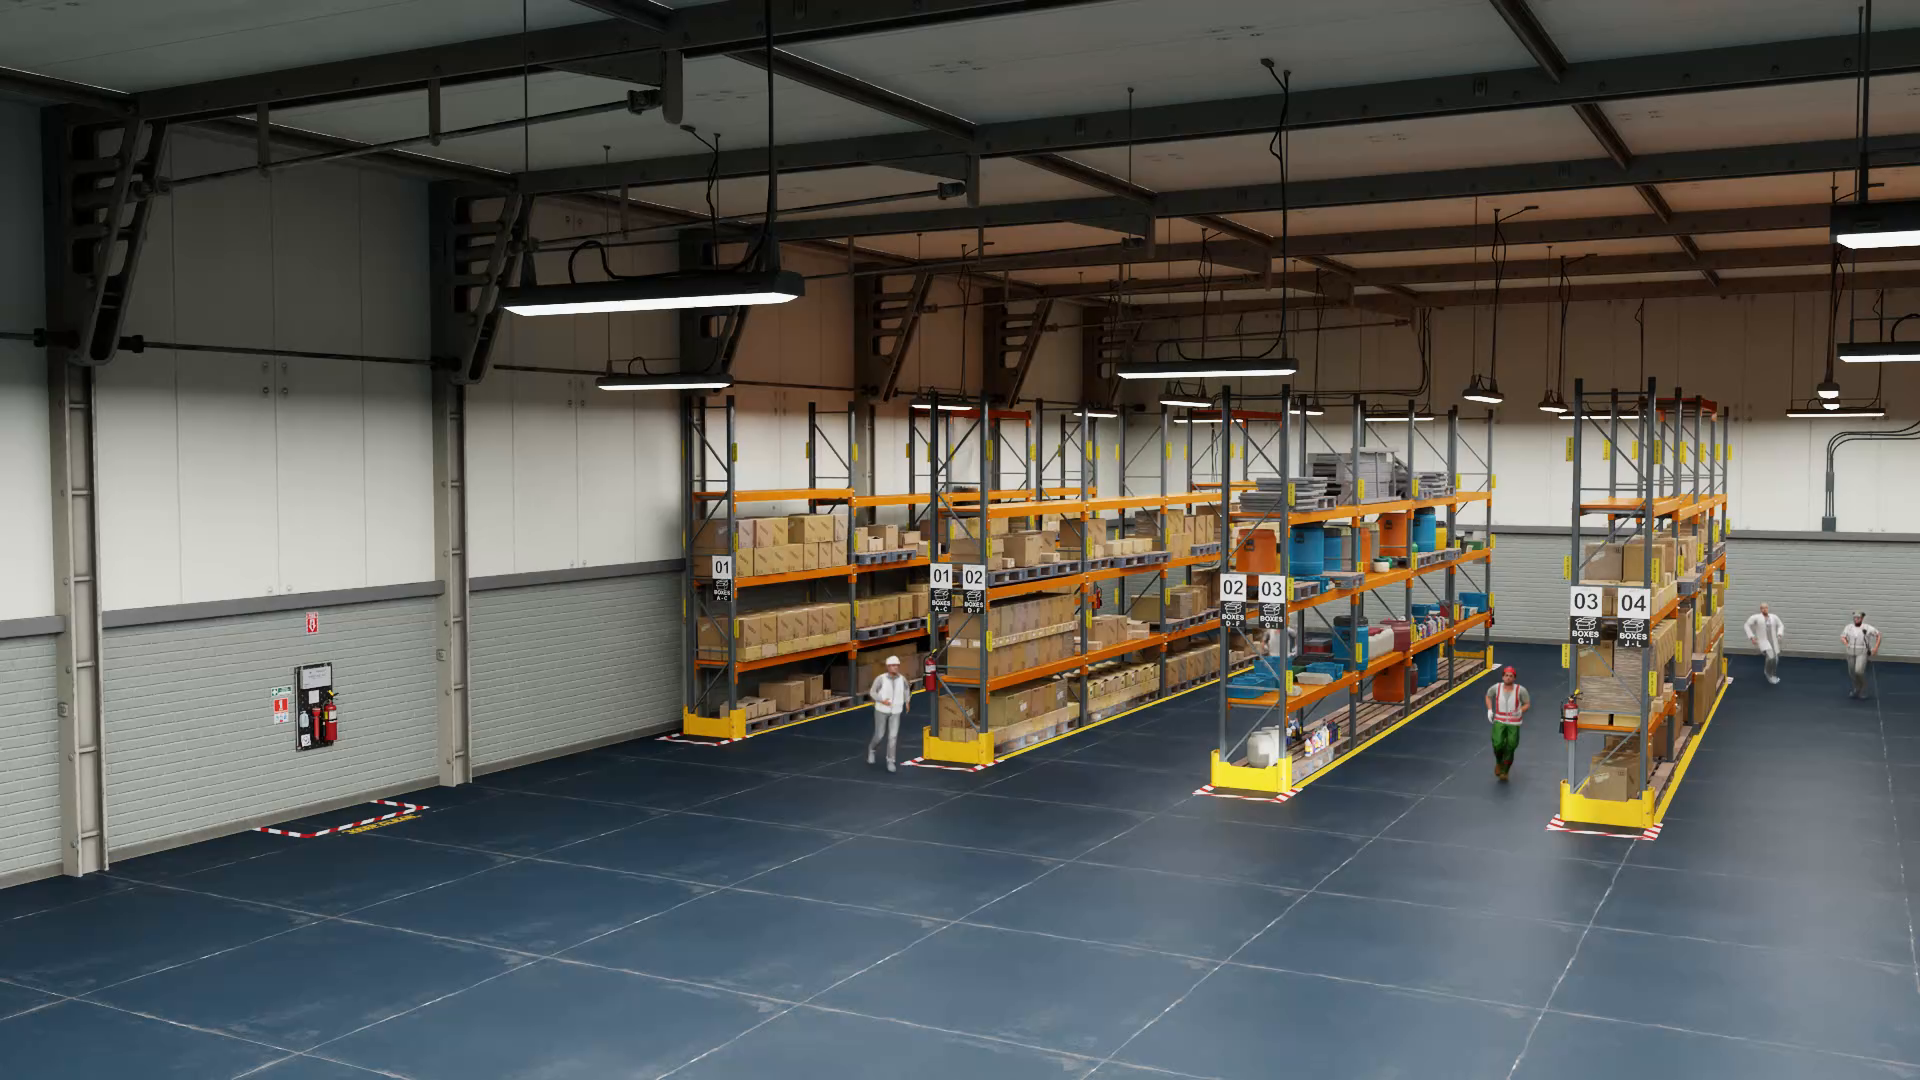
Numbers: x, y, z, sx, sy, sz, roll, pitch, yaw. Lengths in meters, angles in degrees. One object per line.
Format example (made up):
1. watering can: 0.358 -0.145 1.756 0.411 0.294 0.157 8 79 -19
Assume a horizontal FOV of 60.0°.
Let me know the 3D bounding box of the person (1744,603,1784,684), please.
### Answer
1. person: 17.499 2.243 36.102 0.775 1.763 0.692 0 3 -1

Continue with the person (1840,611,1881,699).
1. person: 18.304 2.360 33.886 0.747 1.848 0.690 -3 4 -42

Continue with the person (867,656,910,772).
1. person: -1.096 2.720 26.358 0.705 1.776 0.883 -1 3 -18

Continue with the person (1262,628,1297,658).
1. person: 6.366 2.380 33.137 0.692 1.831 0.952 1 3 25

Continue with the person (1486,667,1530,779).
1. person: 8.312 2.789 25.263 0.656 1.736 0.631 1 3 20
